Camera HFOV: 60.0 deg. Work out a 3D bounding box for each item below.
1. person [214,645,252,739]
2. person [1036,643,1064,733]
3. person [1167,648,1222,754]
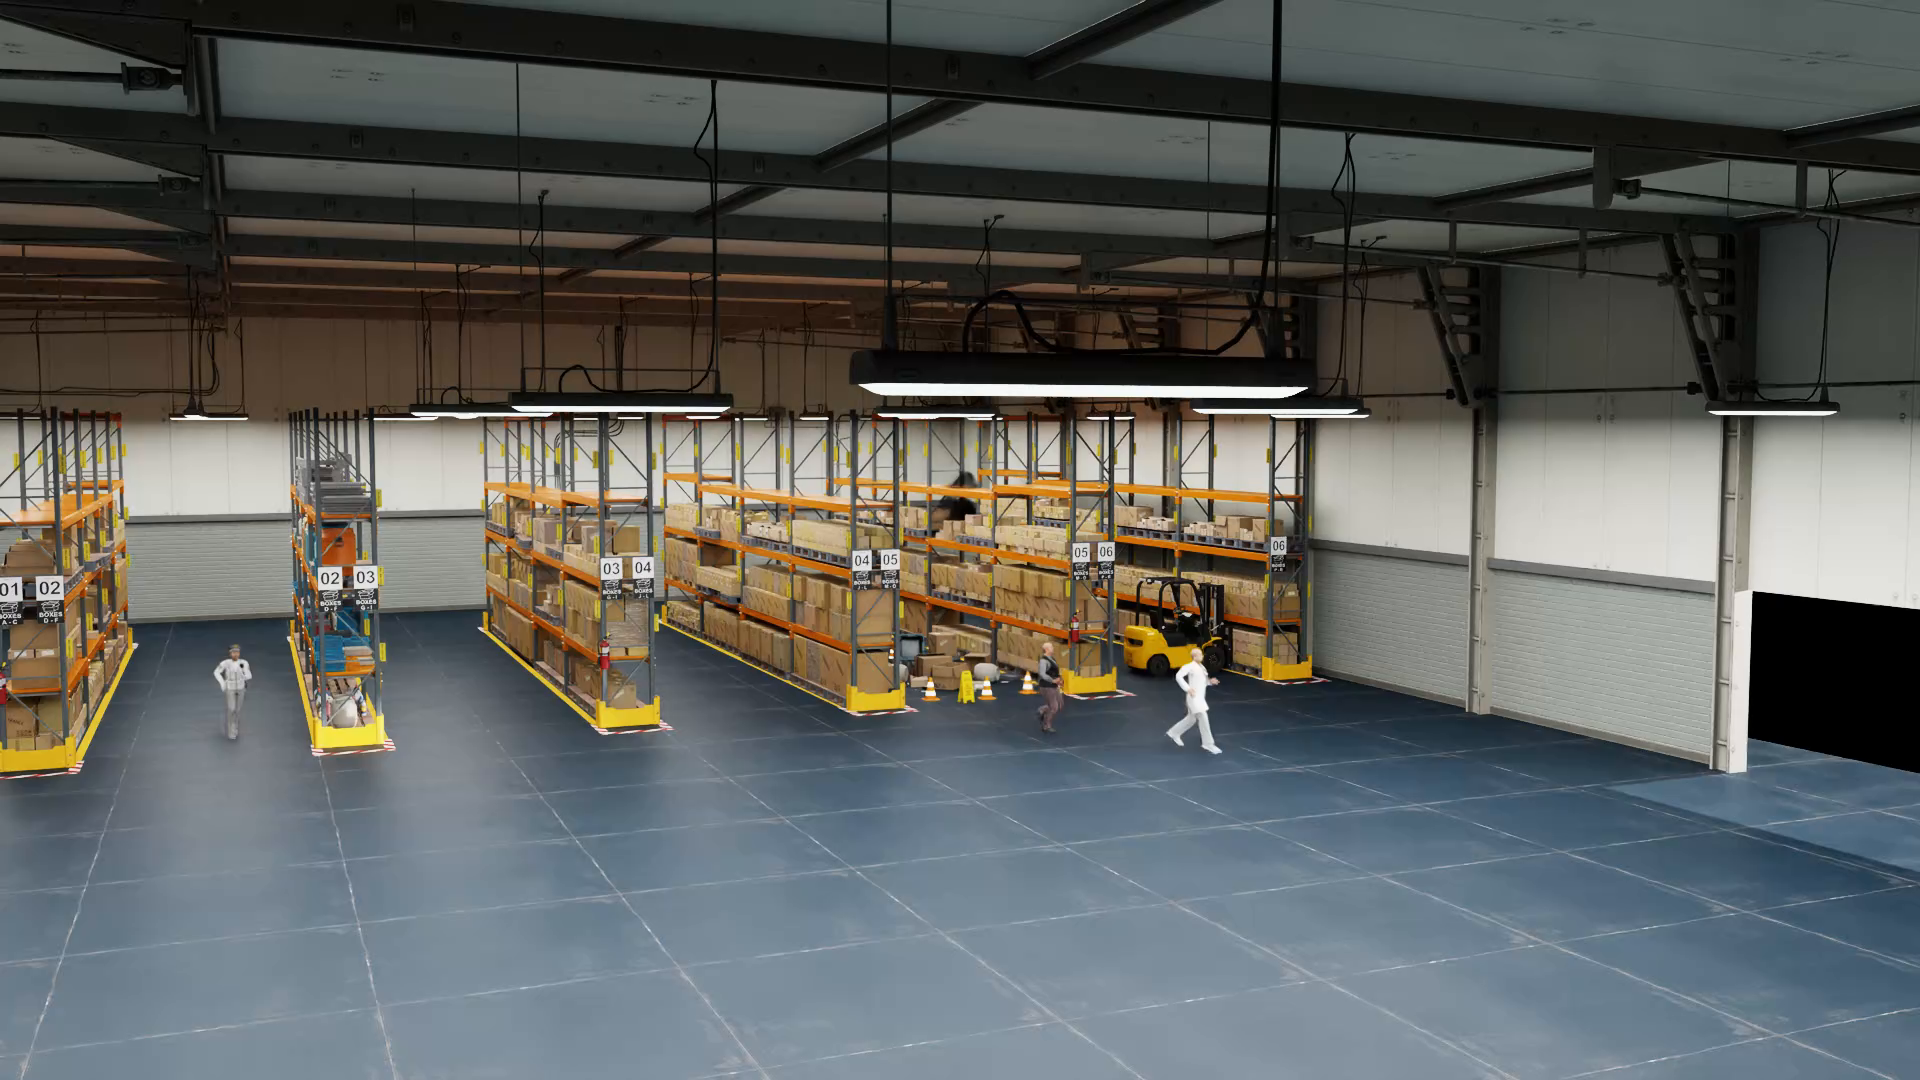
[{"bbox_3d":[-13.229,2.763,30.337,0.588,1.732,0.715,-3,5,-37],"label":"person"},{"bbox_3d":[1.655,2.736,30.796,0.579,1.678,0.660,1,4,20],"label":"person"},{"bbox_3d":[4.101,2.788,29.018,1.040,1.805,0.703,2,4,24],"label":"person"}]
